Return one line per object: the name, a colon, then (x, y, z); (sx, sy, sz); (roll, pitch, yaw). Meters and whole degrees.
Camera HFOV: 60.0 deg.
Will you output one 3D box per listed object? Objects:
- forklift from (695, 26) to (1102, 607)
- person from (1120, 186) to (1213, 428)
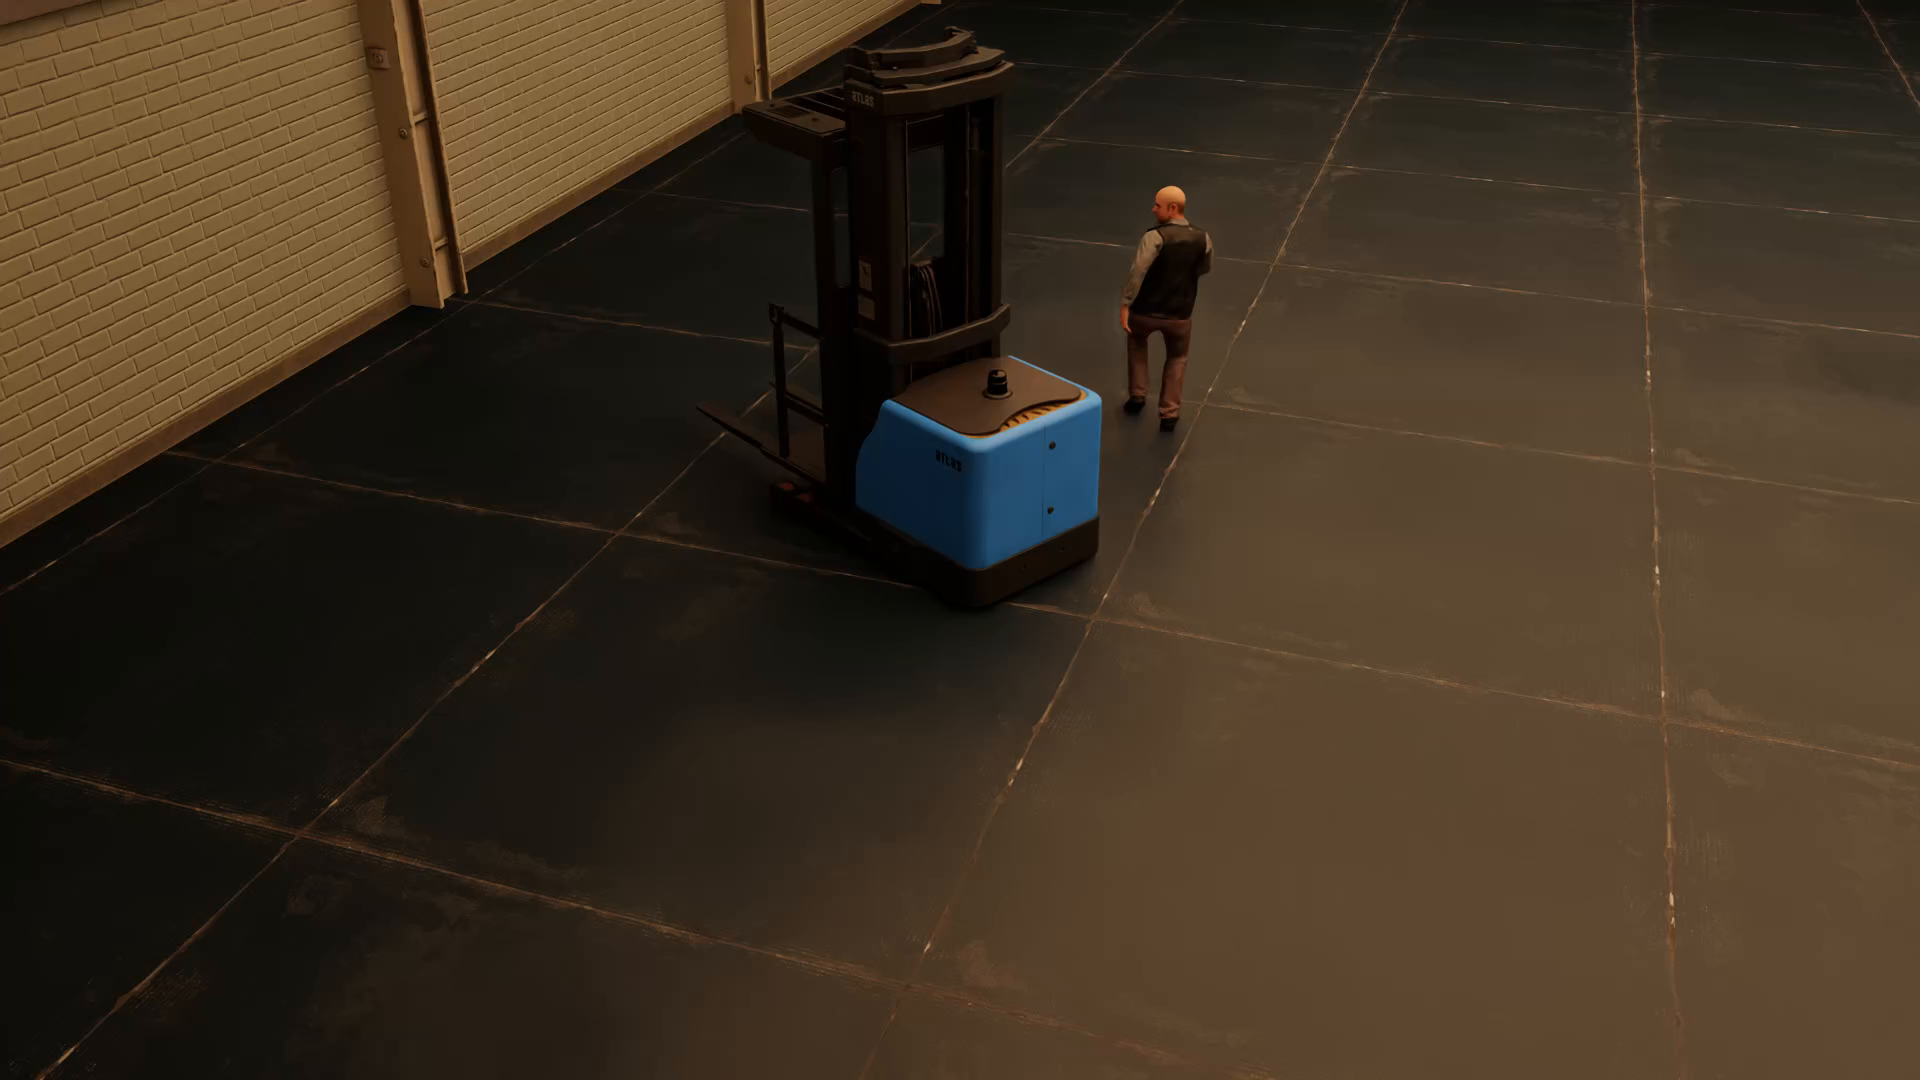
forklift: (-0.536, -1.546, 9.849); (1.130, 2.935, 3.031); (-24, 37, -35)
person: (1.361, -1.532, 11.162); (0.655, 1.701, 0.746); (-1, 30, -1)
